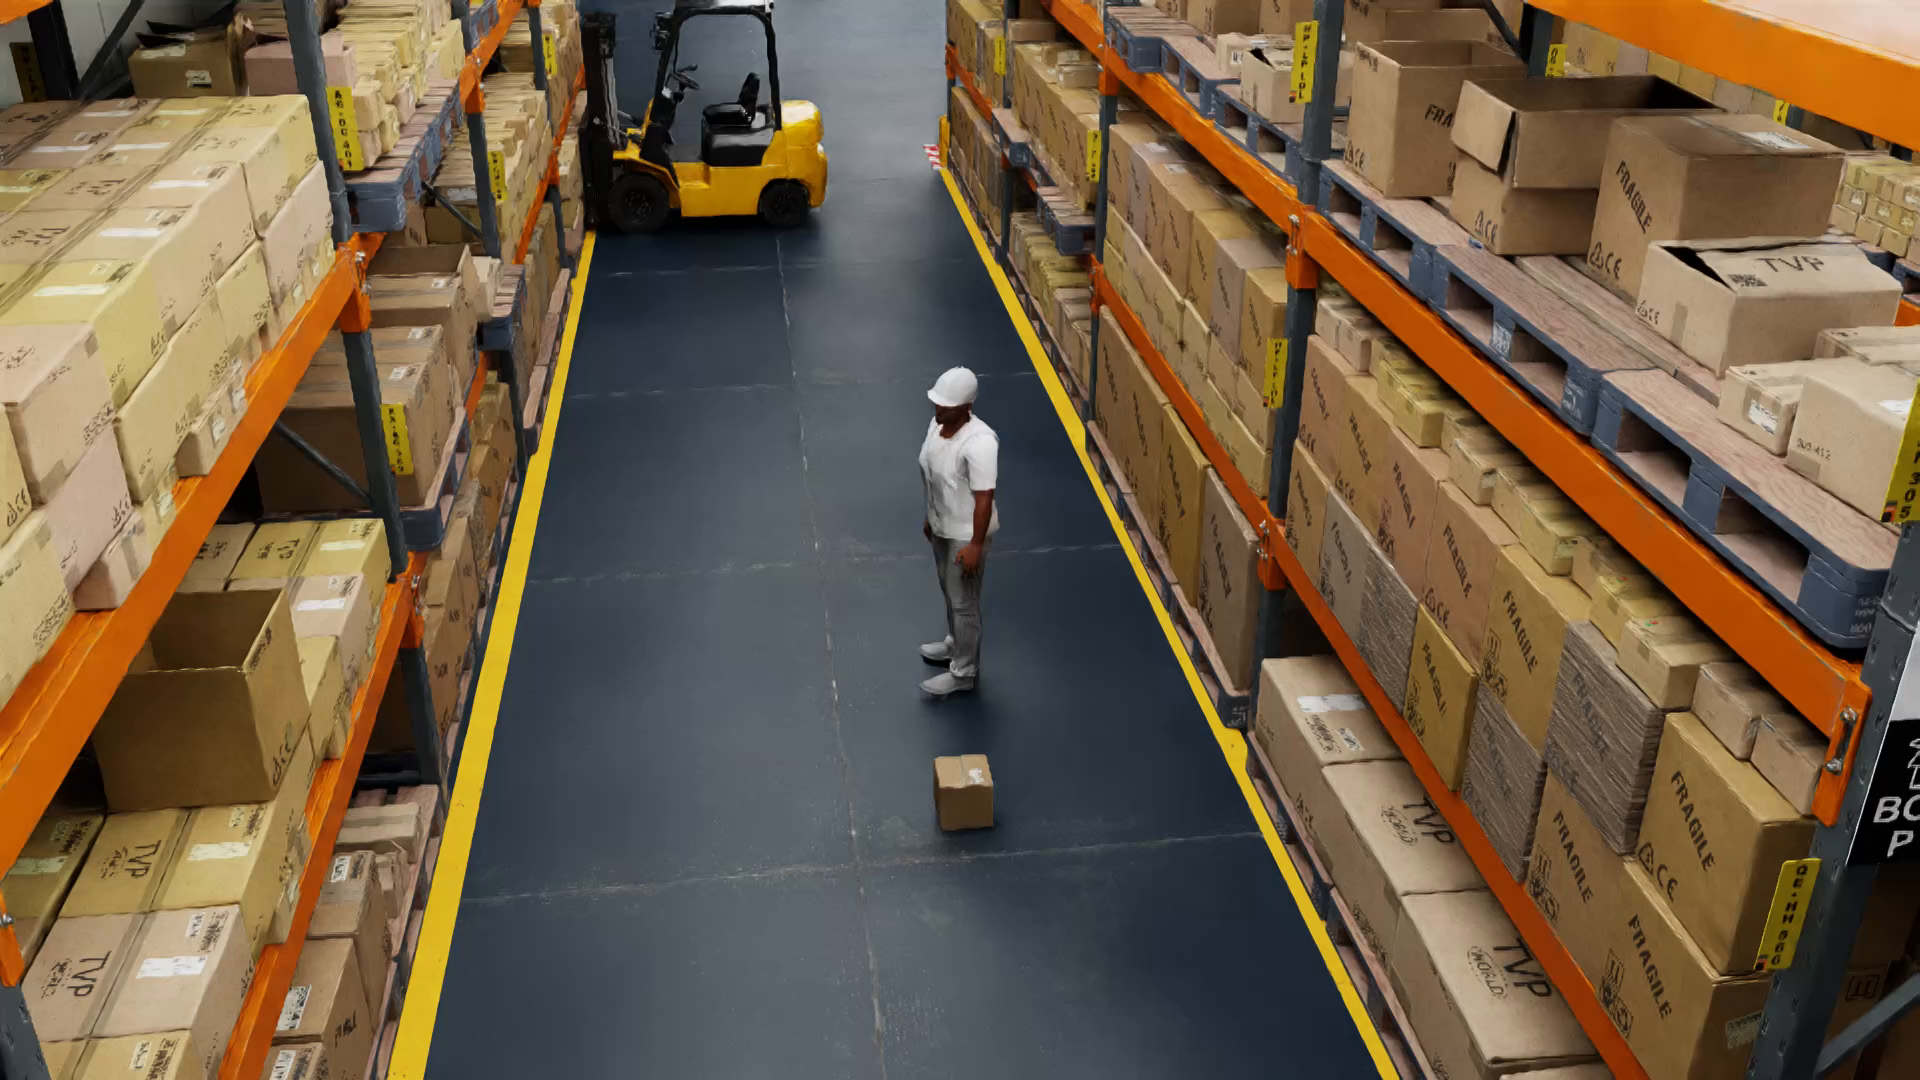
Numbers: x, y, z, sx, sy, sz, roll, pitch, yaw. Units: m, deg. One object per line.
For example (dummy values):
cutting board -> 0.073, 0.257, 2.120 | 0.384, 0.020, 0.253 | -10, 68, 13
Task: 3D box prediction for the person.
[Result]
person -> -0.062, -0.053, 8.628 | 0.470, 1.770, 0.636 | -13, 30, -24
